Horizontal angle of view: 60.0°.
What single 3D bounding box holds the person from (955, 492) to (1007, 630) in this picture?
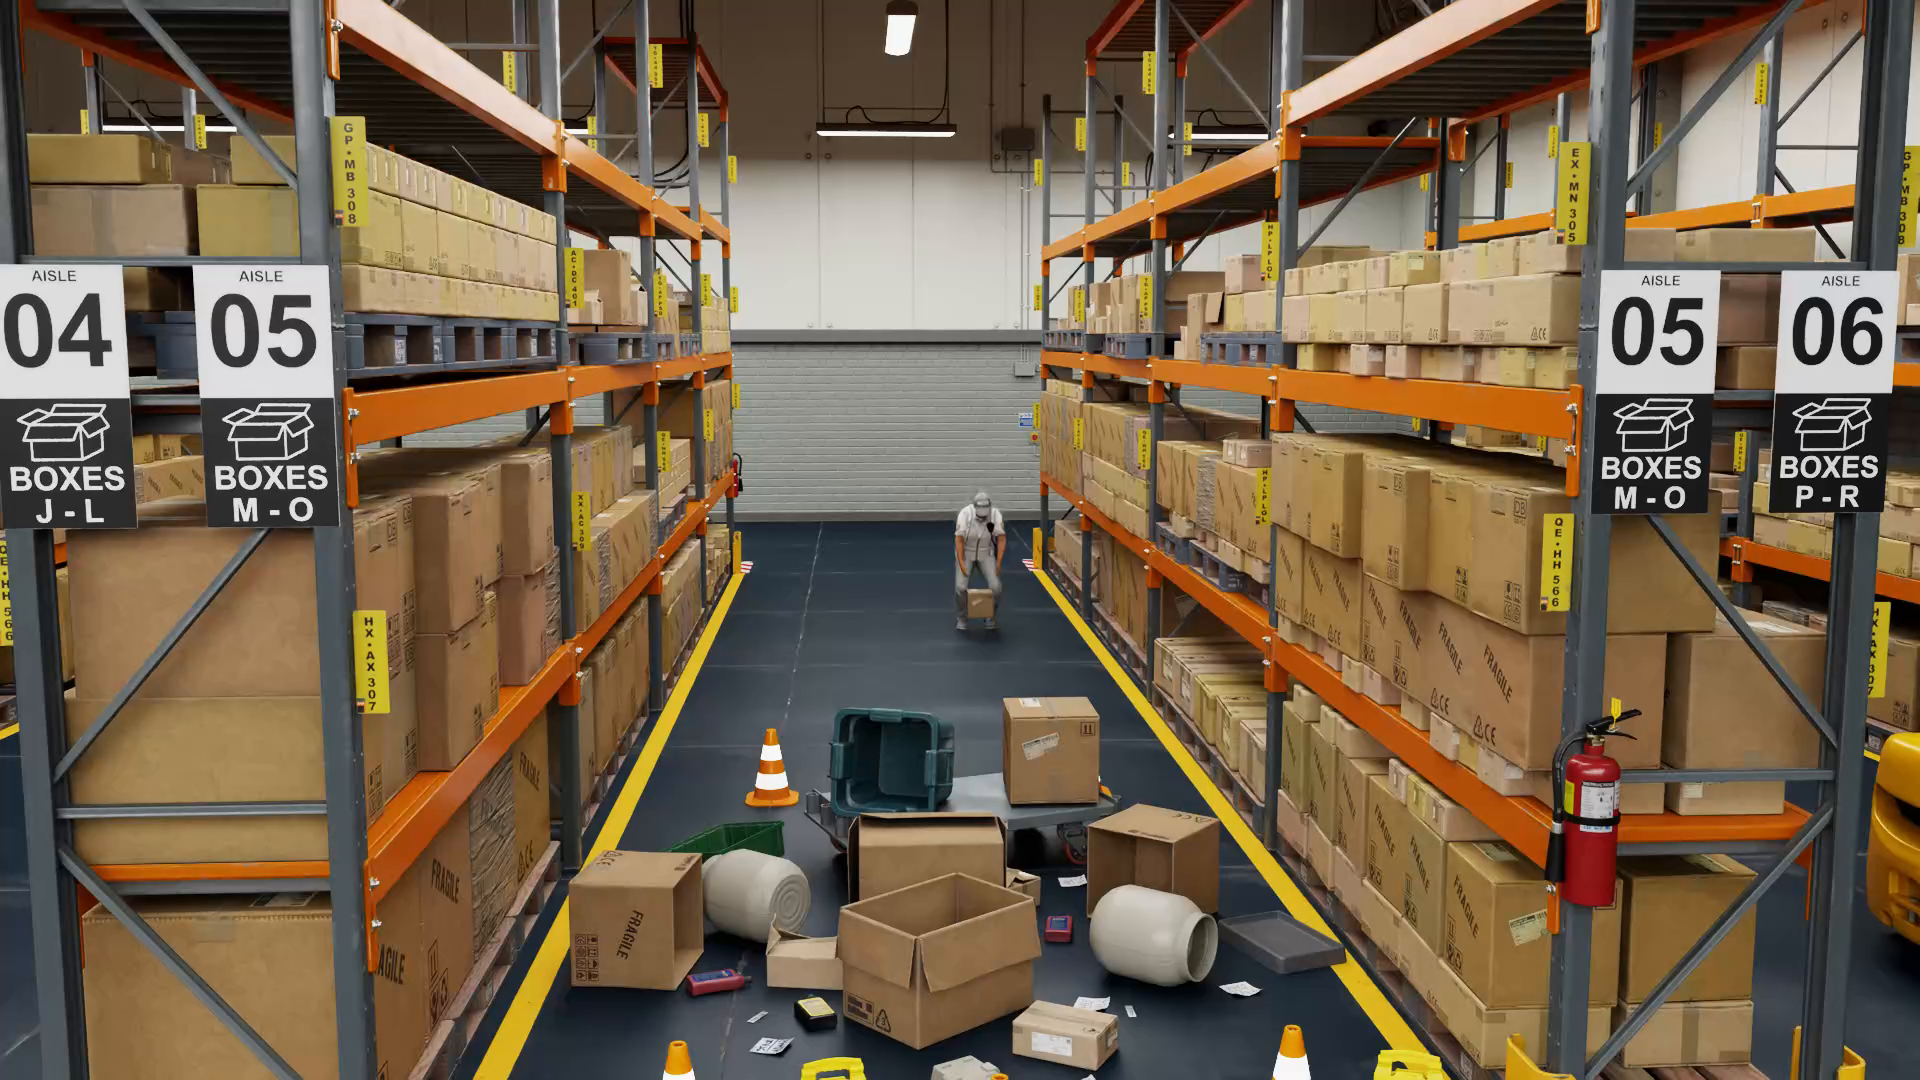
[{"bbox_3d":[0.207,0.210,17.079,0.533,1.421,0.691,0,7,-3],"label":"person"}]
